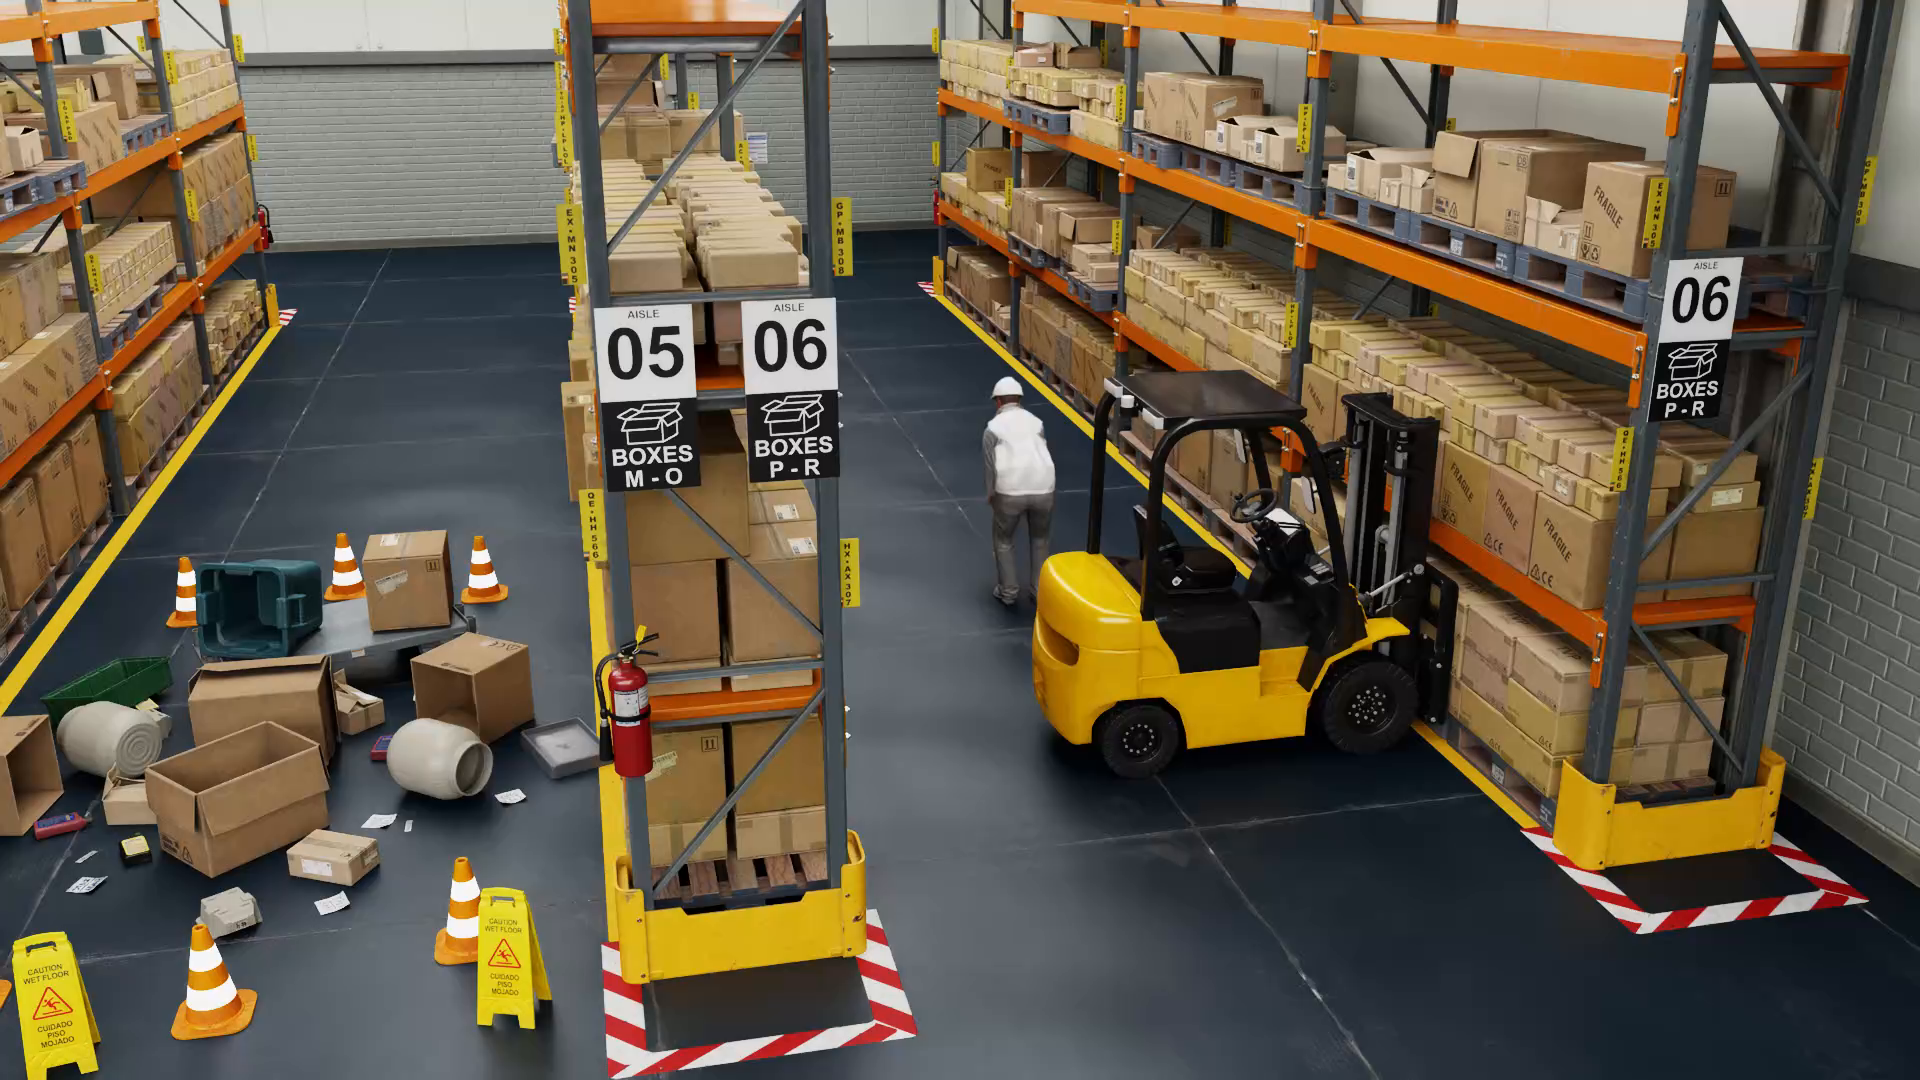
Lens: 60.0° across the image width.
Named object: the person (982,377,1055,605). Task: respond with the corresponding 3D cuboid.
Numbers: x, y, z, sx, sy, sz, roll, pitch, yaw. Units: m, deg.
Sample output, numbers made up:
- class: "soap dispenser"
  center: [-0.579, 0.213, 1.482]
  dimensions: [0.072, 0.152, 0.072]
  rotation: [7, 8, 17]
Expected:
- class: "person"
  center: [0.411, -0.359, 12.273]
  dimensions: [0.475, 1.627, 0.758]
  rotation: [-5, 20, -14]
